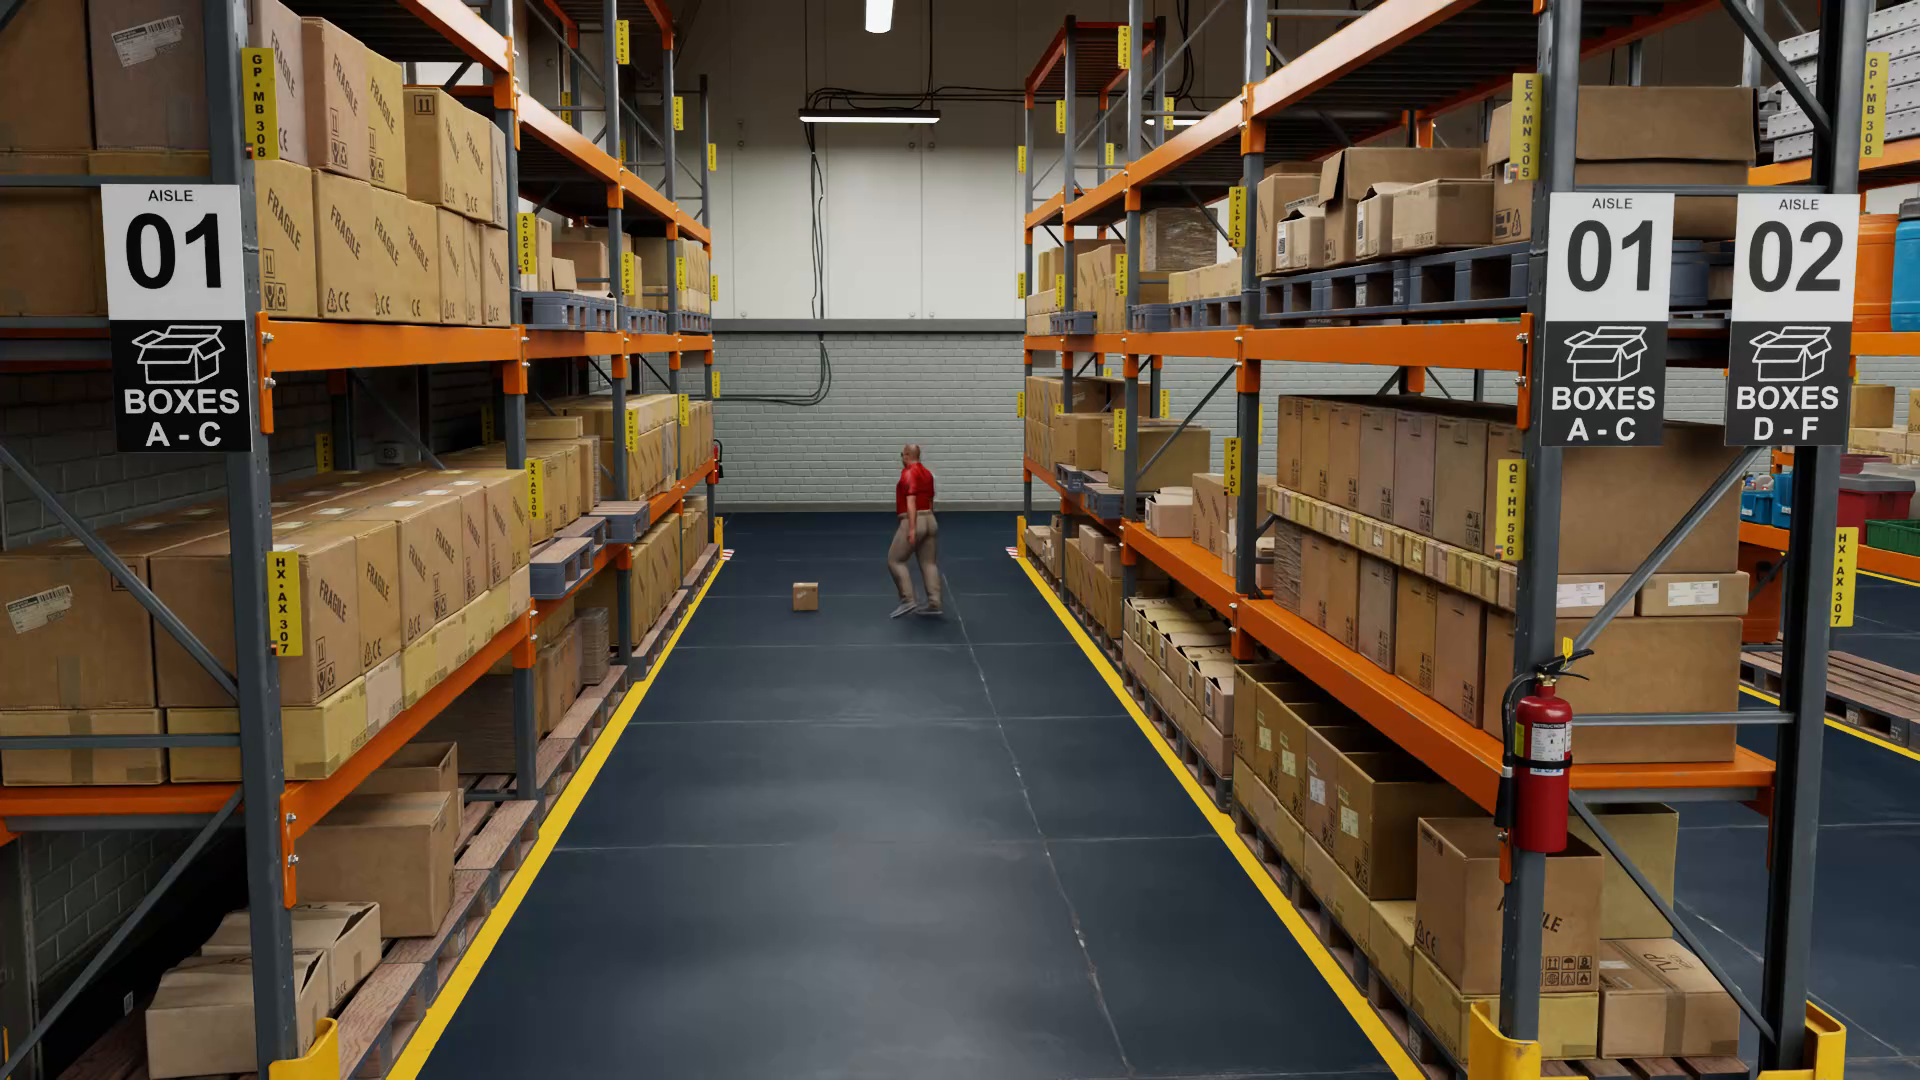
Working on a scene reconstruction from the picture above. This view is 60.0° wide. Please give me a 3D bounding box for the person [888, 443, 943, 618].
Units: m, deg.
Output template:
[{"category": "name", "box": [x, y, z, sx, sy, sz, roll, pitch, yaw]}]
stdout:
[{"category": "person", "box": [-0.404, -0.083, 16.579, 0.537, 1.753, 0.570, 5, 8, 34]}]
